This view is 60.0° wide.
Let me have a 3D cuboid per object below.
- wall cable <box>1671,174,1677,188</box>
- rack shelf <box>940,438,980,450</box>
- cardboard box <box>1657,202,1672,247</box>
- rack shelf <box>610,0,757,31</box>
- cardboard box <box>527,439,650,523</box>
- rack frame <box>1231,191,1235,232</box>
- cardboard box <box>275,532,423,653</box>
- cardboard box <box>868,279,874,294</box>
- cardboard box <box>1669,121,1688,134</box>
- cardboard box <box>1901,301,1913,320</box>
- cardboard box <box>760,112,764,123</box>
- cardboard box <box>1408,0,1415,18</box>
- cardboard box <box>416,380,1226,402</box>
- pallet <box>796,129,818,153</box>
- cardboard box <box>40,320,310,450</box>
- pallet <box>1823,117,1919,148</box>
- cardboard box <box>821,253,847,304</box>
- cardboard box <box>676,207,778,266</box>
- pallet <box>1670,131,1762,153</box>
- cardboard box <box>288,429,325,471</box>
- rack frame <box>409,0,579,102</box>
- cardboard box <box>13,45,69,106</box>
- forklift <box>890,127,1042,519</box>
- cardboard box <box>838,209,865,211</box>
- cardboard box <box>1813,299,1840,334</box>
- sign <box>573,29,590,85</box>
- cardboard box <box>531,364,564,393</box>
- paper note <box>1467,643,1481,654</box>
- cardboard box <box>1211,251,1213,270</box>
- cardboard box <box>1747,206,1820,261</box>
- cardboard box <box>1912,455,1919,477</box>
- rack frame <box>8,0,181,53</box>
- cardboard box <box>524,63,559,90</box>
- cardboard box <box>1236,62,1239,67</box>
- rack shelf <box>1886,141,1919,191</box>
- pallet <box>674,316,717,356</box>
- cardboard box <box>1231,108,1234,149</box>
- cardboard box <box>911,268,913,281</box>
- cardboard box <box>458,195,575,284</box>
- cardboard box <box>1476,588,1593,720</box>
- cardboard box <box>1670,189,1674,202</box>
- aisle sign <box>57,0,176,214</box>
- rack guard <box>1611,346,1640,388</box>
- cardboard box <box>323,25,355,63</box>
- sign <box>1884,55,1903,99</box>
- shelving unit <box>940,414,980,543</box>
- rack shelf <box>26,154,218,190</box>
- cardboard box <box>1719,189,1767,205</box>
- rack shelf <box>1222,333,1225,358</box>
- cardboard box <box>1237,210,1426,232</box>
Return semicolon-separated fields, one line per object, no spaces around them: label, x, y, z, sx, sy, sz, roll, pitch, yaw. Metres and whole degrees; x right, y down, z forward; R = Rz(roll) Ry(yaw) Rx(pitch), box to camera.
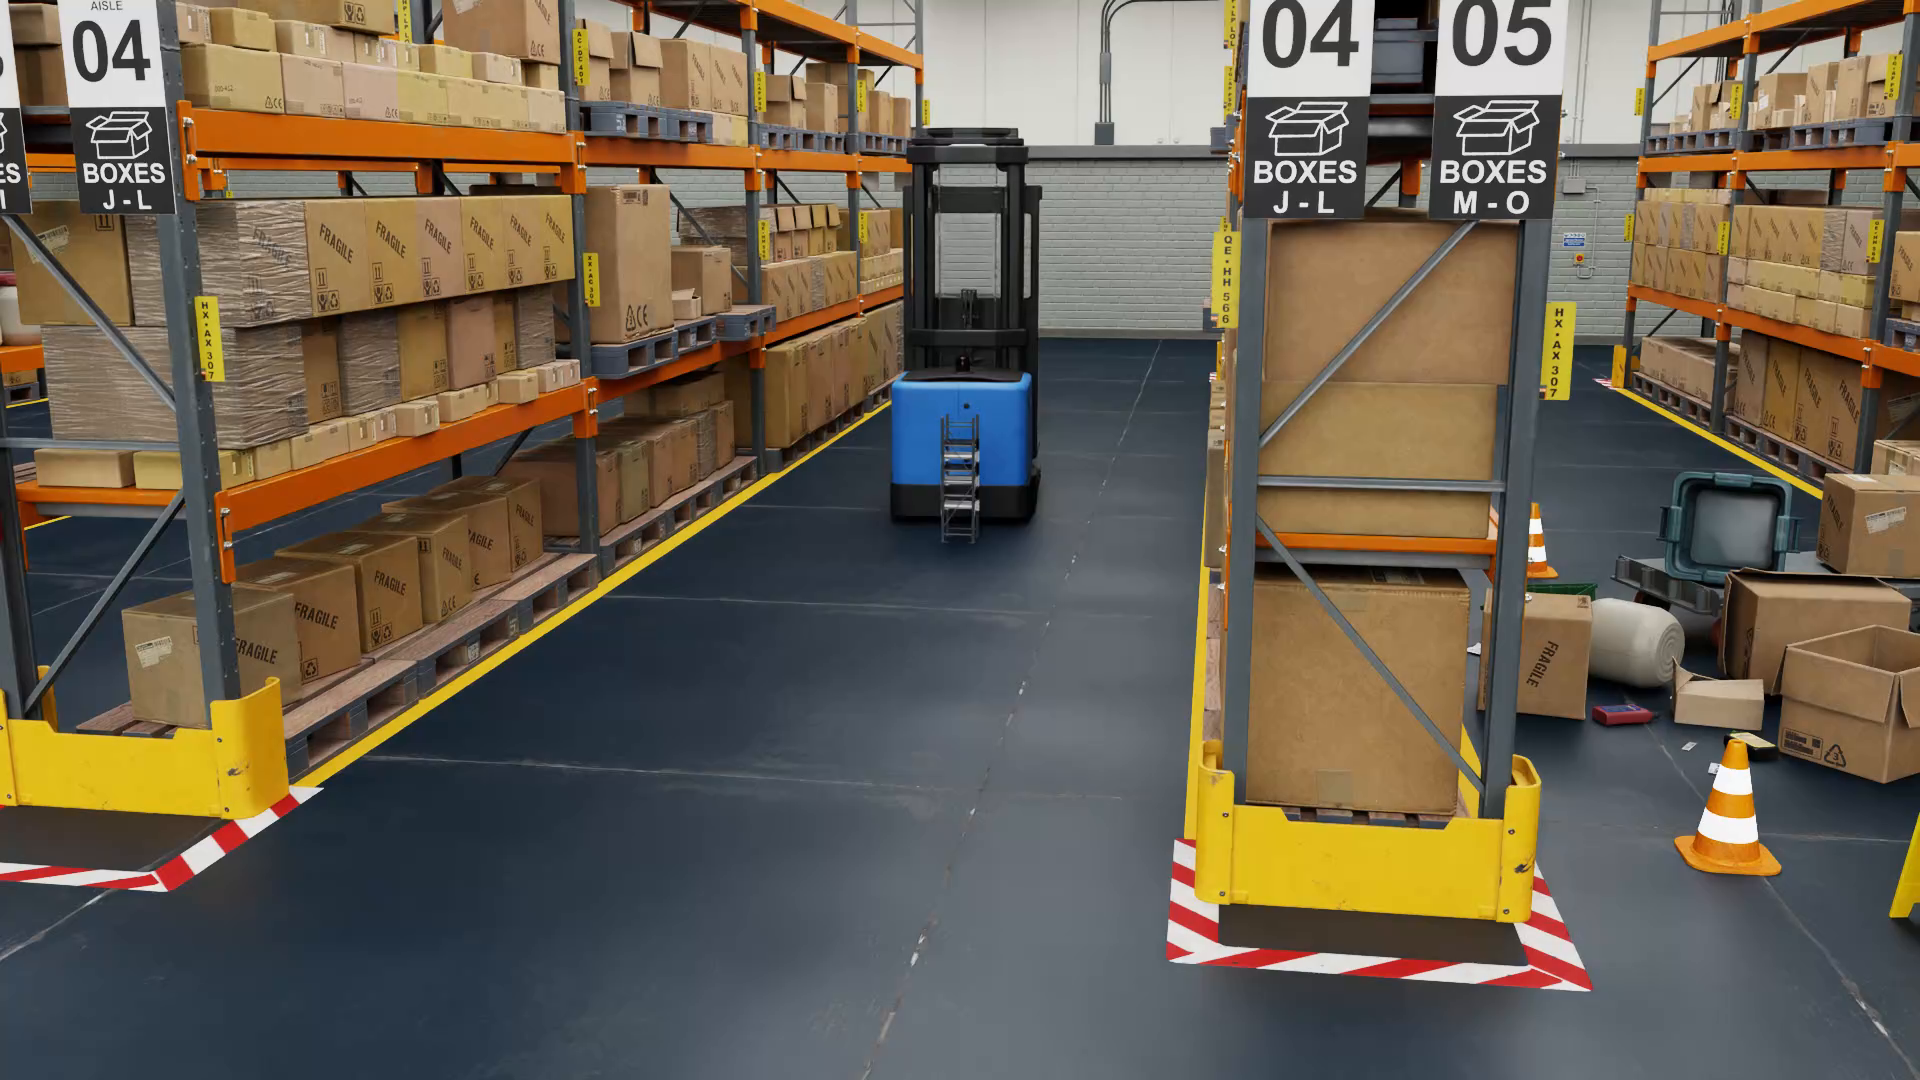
wall cable;11.064;-5.008;25.699;0.588;1.984;0.122;2;12;9
rack shelf;5.522;-1.097;7.967;12.311;2.546;5.840;2;12;9
cardboard box;8.317;-3.612;19.023;0.500;0.500;0.500;2;12;8
rack shelf;-2.513;-4.005;11.874;1.077;0.370;4.000;2;12;9
cardboard box;-2.613;-0.422;11.721;0.700;0.500;0.500;2;12;8
rack frame;2.680;-1.854;13.477;1.000;3.000;0.127;2;12;9
cardboard box;-3.151;0.261;8.597;0.500;0.500;0.500;3;13;14
cardboard box;-1.176;-2.851;18.700;0.380;0.149;0.250;1;12;7
cardboard box;8.422;-4.759;19.197;0.380;0.149;0.250;2;12;11
cardboard box;7.353;-1.736;12.527;0.380;0.149;0.250;1;12;5
cardboard box;-2.137;-4.068;15.396;0.500;0.500;0.500;3;12;12
cardboard box;1.935;-2.005;6.421;0.380;0.149;0.250;2;12;9
cardboard box;-0.031;-0.624;10.953;5.455;1.239;5.693;2;12;8
pallet;-1.990;-3.779;15.735;1.003;0.211;1.213;2;12;11
cardboard box;-3.325;-0.678;7.078;0.875;0.500;0.500;2;12;9
pallet;7.633;-3.225;13.164;1.213;0.211;1.003;2;12;11
cardboard box;-1.476;-2.708;17.204;0.500;0.500;0.500;2;12;10
cardboard box;-2.077;-2.727;14.908;0.797;0.503;0.637;2;12;11
pallet;8.528;-4.394;18.351;1.003;0.211;1.213;2;12;9
cardboard box;-3.046;-0.402;7.337;0.380;0.149;0.250;2;12;9
rack frame;-2.821;-4.136;9.825;1.000;3.000;0.127;2;12;9
cardboard box;-3.613;-1.872;6.797;0.500;0.250;0.500;2;12;10
forklift;-3.349;-1.982;14.231;8.118;2.935;3.693;1;12;4
cardboard box;-1.467;-3.837;20.546;0.500;0.500;0.500;2;12;7
cardboard box;7.471;-1.862;13.869;0.500;0.250;0.500;2;12;10
sign;-2.284;-2.906;10.012;0.100;0.325;0.005;2;12;9
cardboard box;-2.611;-0.974;9.991;0.380;0.149;0.250;2;12;9
paper note;2.856;0.599;9.140;0.147;0.020;0.142;-7;14;-30
cardboard box;2.302;-2.344;13.939;0.380;0.149;0.250;1;12;6
cardboard box;7.799;-2.896;15.701;0.500;0.500;0.500;2;12;8
cardboard box;7.384;-0.364;11.805;0.950;0.372;0.625;2;12;8
rack frame;-3.436;-3.303;5.961;1.000;3.000;0.127;2;12;9
cardboard box;-2.586;-2.714;9.757;0.380;0.149;0.250;2;12;10
cardboard box;1.479;-2.289;7.738;0.380;0.149;0.250;2;12;9
rack shelf;7.279;-2.413;10.658;1.077;0.370;4.000;2;12;9
pallet;-2.470;-1.529;12.422;1.003;0.211;1.213;2;12;9
cardboard box;2.580;-3.601;14.225;0.500;0.500;0.500;2;12;9
cardboard box;-0.783;-3.387;21.186;0.380;0.149;0.250;2;12;9
cardboard box;-2.618;-1.784;9.833;0.500;0.500;0.500;2;12;9
cardboard box;2.840;0.556;8.223;0.500;0.500;0.500;4;13;18
cardboard box;8.274;-3.900;18.821;0.380;0.149;0.250;2;12;9
aisle sign;-3.149;-1.619;6.214;0.394;0.787;0.004;2;12;9
rack guard;8.820;-2.163;20.844;1.175;0.500;0.348;2;12;9
cardboard box;-2.959;-2.221;7.467;0.380;0.149;0.250;2;12;9
sign;7.039;-3.492;12.543;0.100;0.325;0.005;2;12;9
shelving unit;5.522;-0.781;8.037;12.311;3.194;5.845;2;12;9
rack shelf;-7.407;-2.895;12.893;1.077;0.370;4.000;2;12;9
cardboard box;7.934;-3.477;16.855;0.380;0.149;0.250;2;12;7
rack shelf;2.987;-1.919;15.485;1.077;0.370;4.000;2;12;9
cardboard box;1.785;-1.321;8.083;0.875;0.550;0.550;2;12;9
